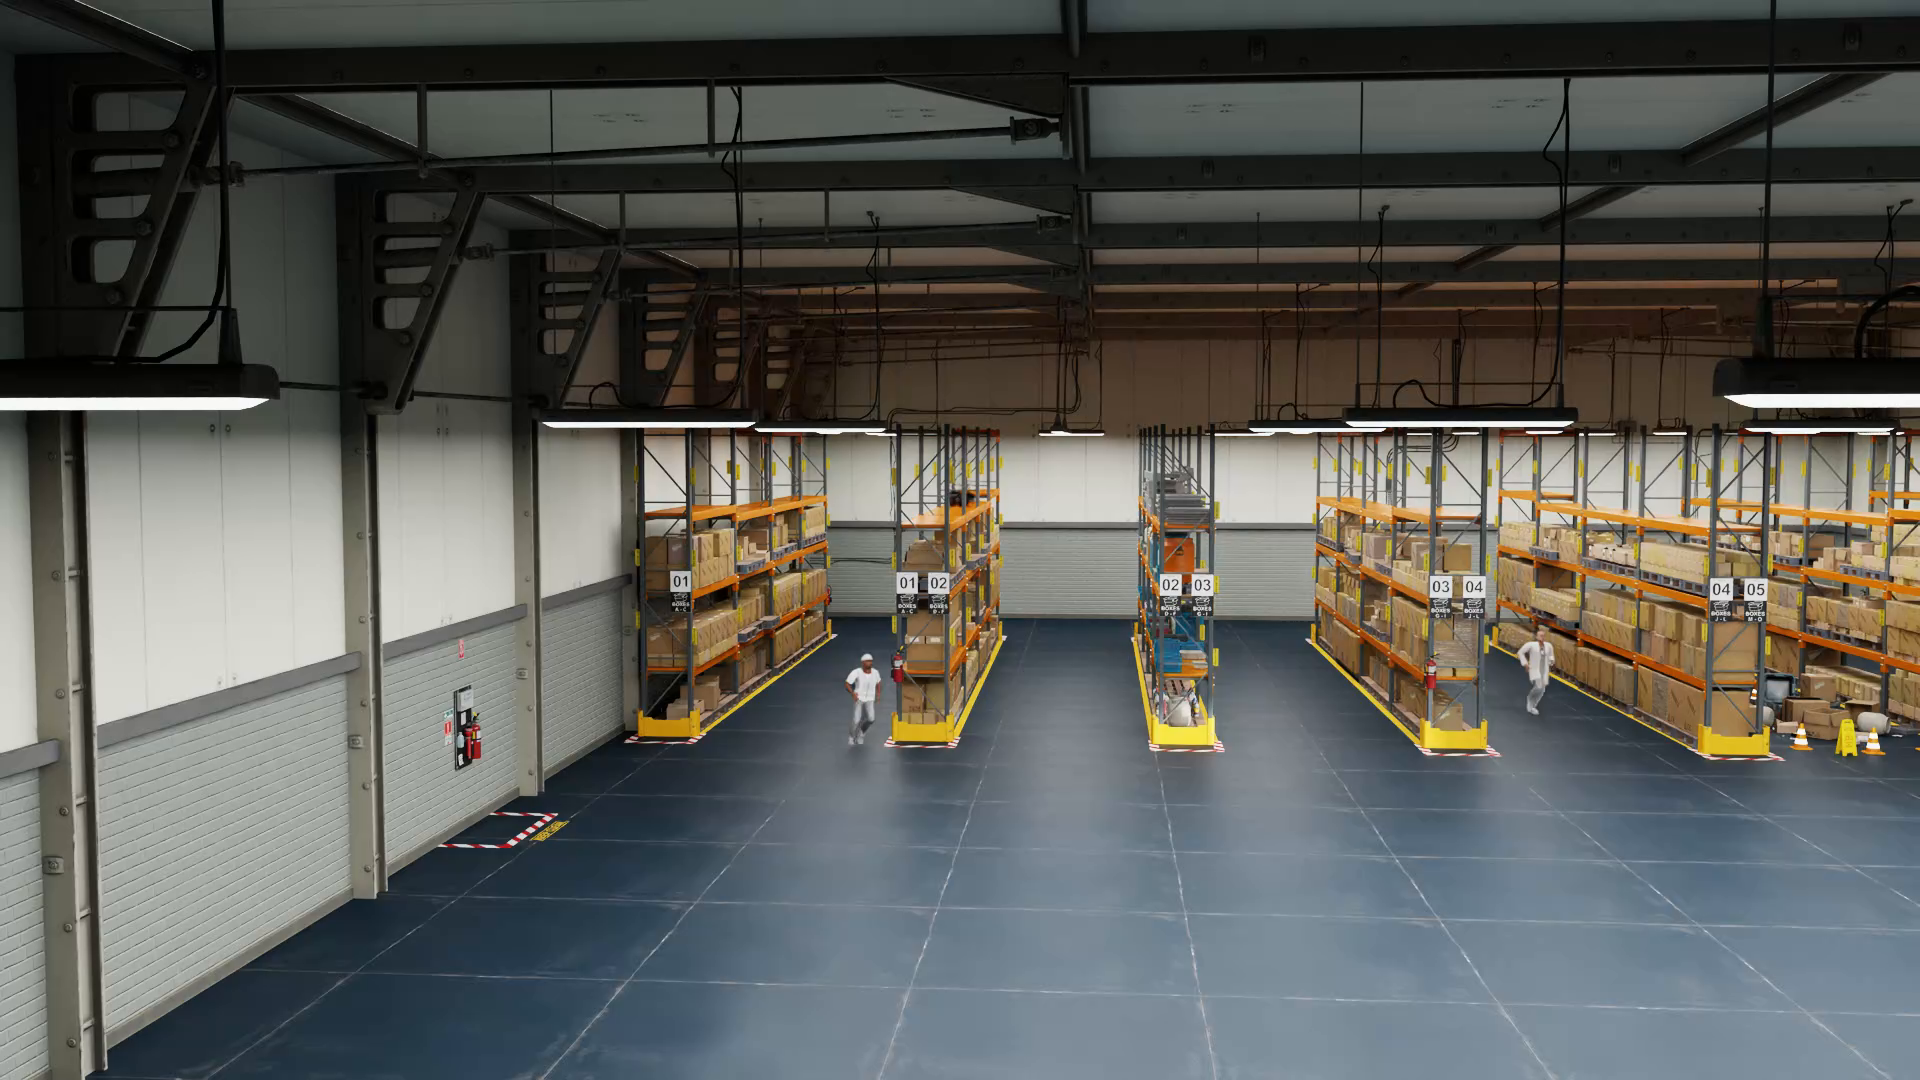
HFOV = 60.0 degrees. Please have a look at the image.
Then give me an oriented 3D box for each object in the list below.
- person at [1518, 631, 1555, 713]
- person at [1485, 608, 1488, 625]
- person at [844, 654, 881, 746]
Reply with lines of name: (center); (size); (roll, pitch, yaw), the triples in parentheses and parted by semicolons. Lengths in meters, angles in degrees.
person: (12.016, 2.748, 34.500); (0.707, 1.736, 0.687); (-1, 4, -10)
person: (13.346, 2.239, 43.139); (0.688, 1.746, 0.679); (1, 4, 10)
person: (-1.775, 2.974, 30.961); (0.754, 1.704, 0.584); (-1, 4, -22)
